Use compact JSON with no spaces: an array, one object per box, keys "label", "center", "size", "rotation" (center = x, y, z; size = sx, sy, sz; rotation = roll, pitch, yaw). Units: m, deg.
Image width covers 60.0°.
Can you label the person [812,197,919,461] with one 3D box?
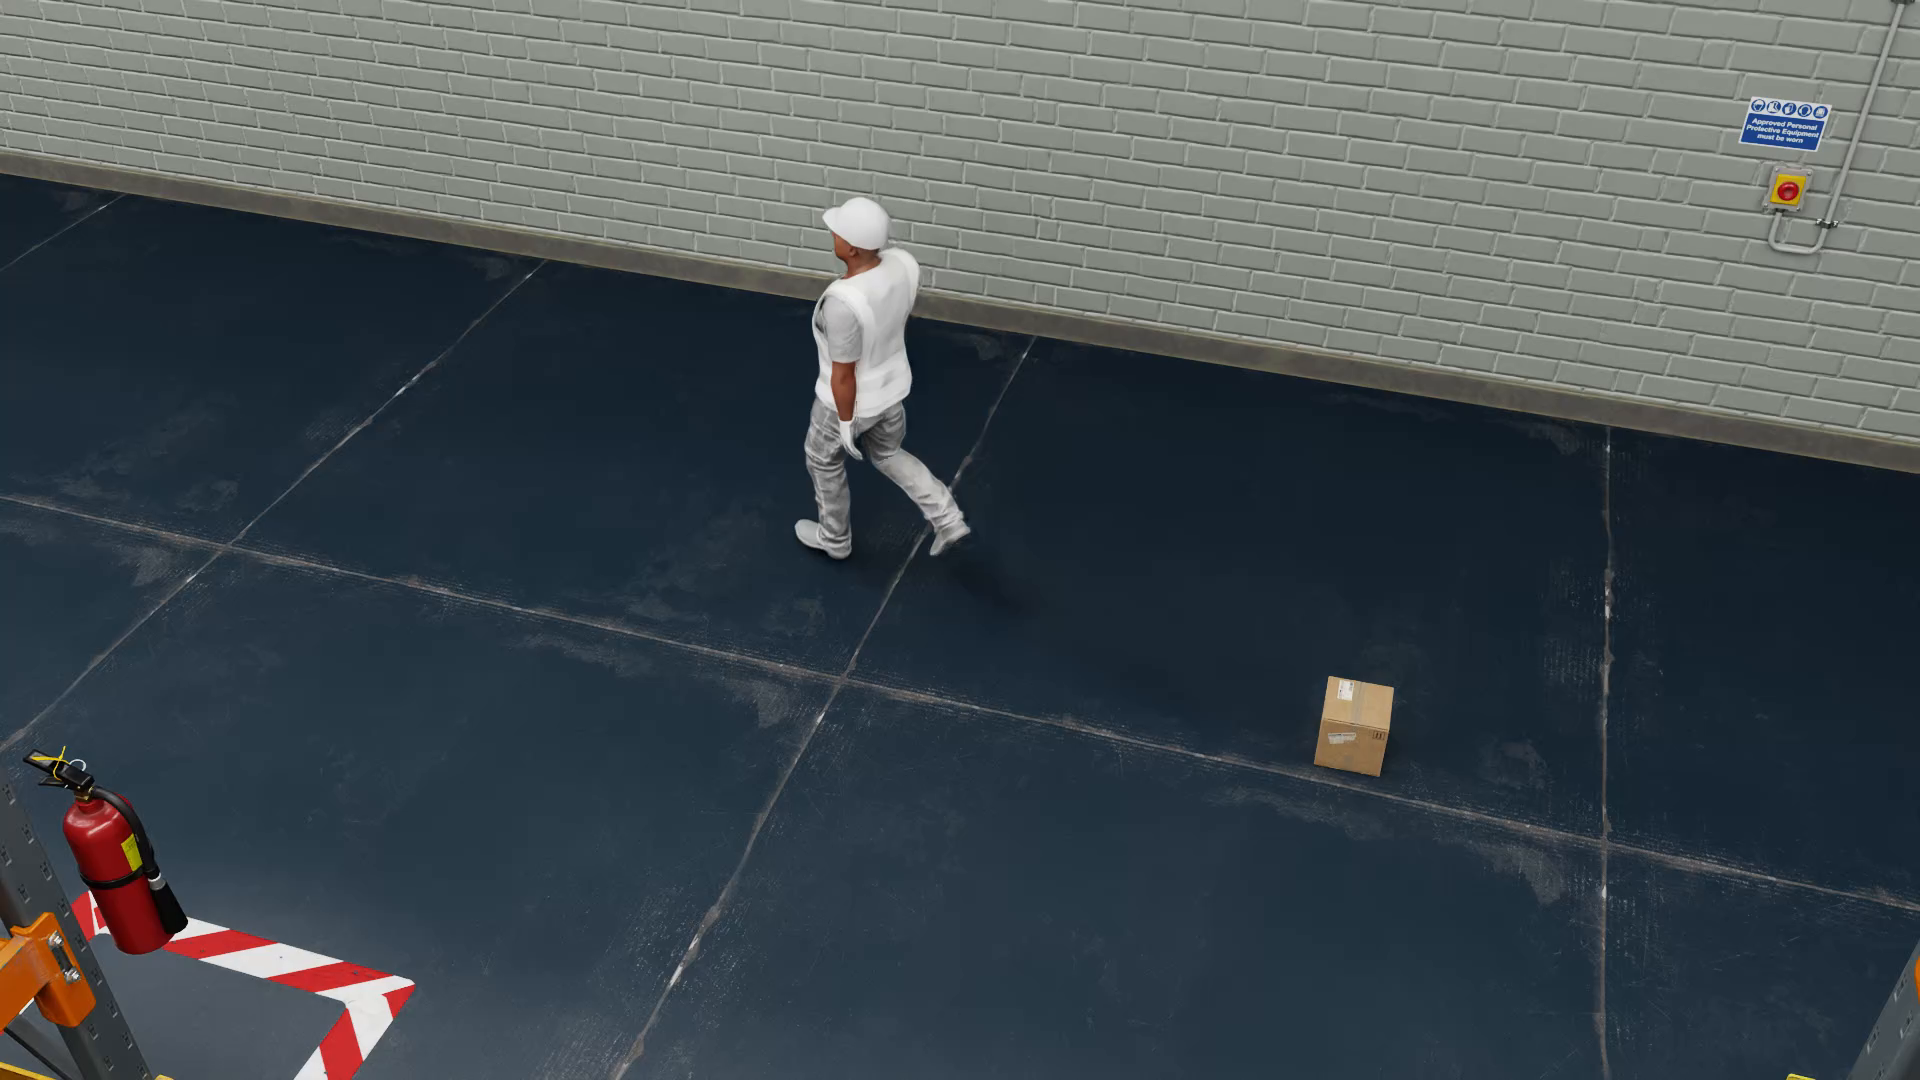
[{"label":"person","center":[-0.392,-0.895,6.751],"size":[0.341,1.087,0.552],"rotation":[24,43,29]}]
